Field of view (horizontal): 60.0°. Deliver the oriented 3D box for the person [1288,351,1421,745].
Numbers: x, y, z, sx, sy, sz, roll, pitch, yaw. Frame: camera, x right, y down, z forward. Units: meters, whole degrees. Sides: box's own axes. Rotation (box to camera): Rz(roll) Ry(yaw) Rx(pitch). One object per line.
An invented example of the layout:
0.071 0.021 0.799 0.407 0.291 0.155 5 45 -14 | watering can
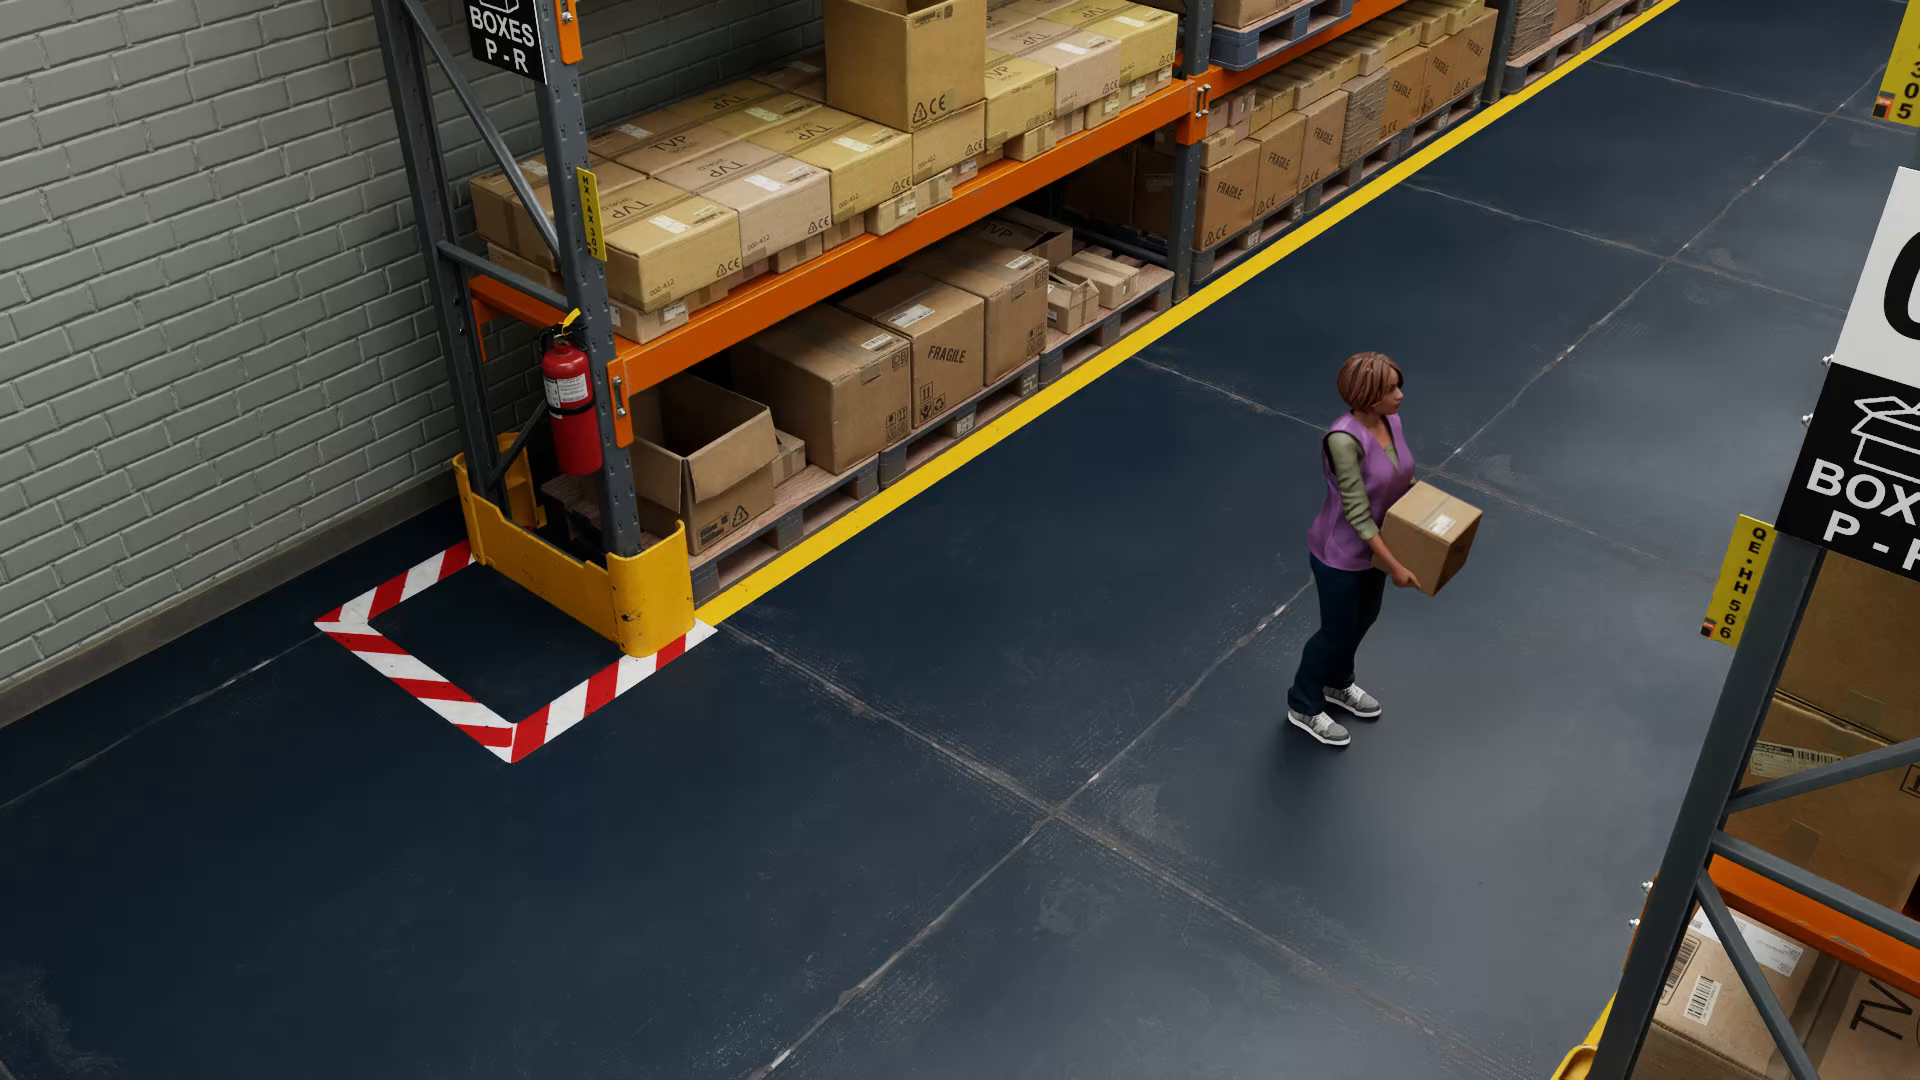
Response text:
1.512 0.065 6.065 0.490 1.590 0.411 26 43 31 | person
